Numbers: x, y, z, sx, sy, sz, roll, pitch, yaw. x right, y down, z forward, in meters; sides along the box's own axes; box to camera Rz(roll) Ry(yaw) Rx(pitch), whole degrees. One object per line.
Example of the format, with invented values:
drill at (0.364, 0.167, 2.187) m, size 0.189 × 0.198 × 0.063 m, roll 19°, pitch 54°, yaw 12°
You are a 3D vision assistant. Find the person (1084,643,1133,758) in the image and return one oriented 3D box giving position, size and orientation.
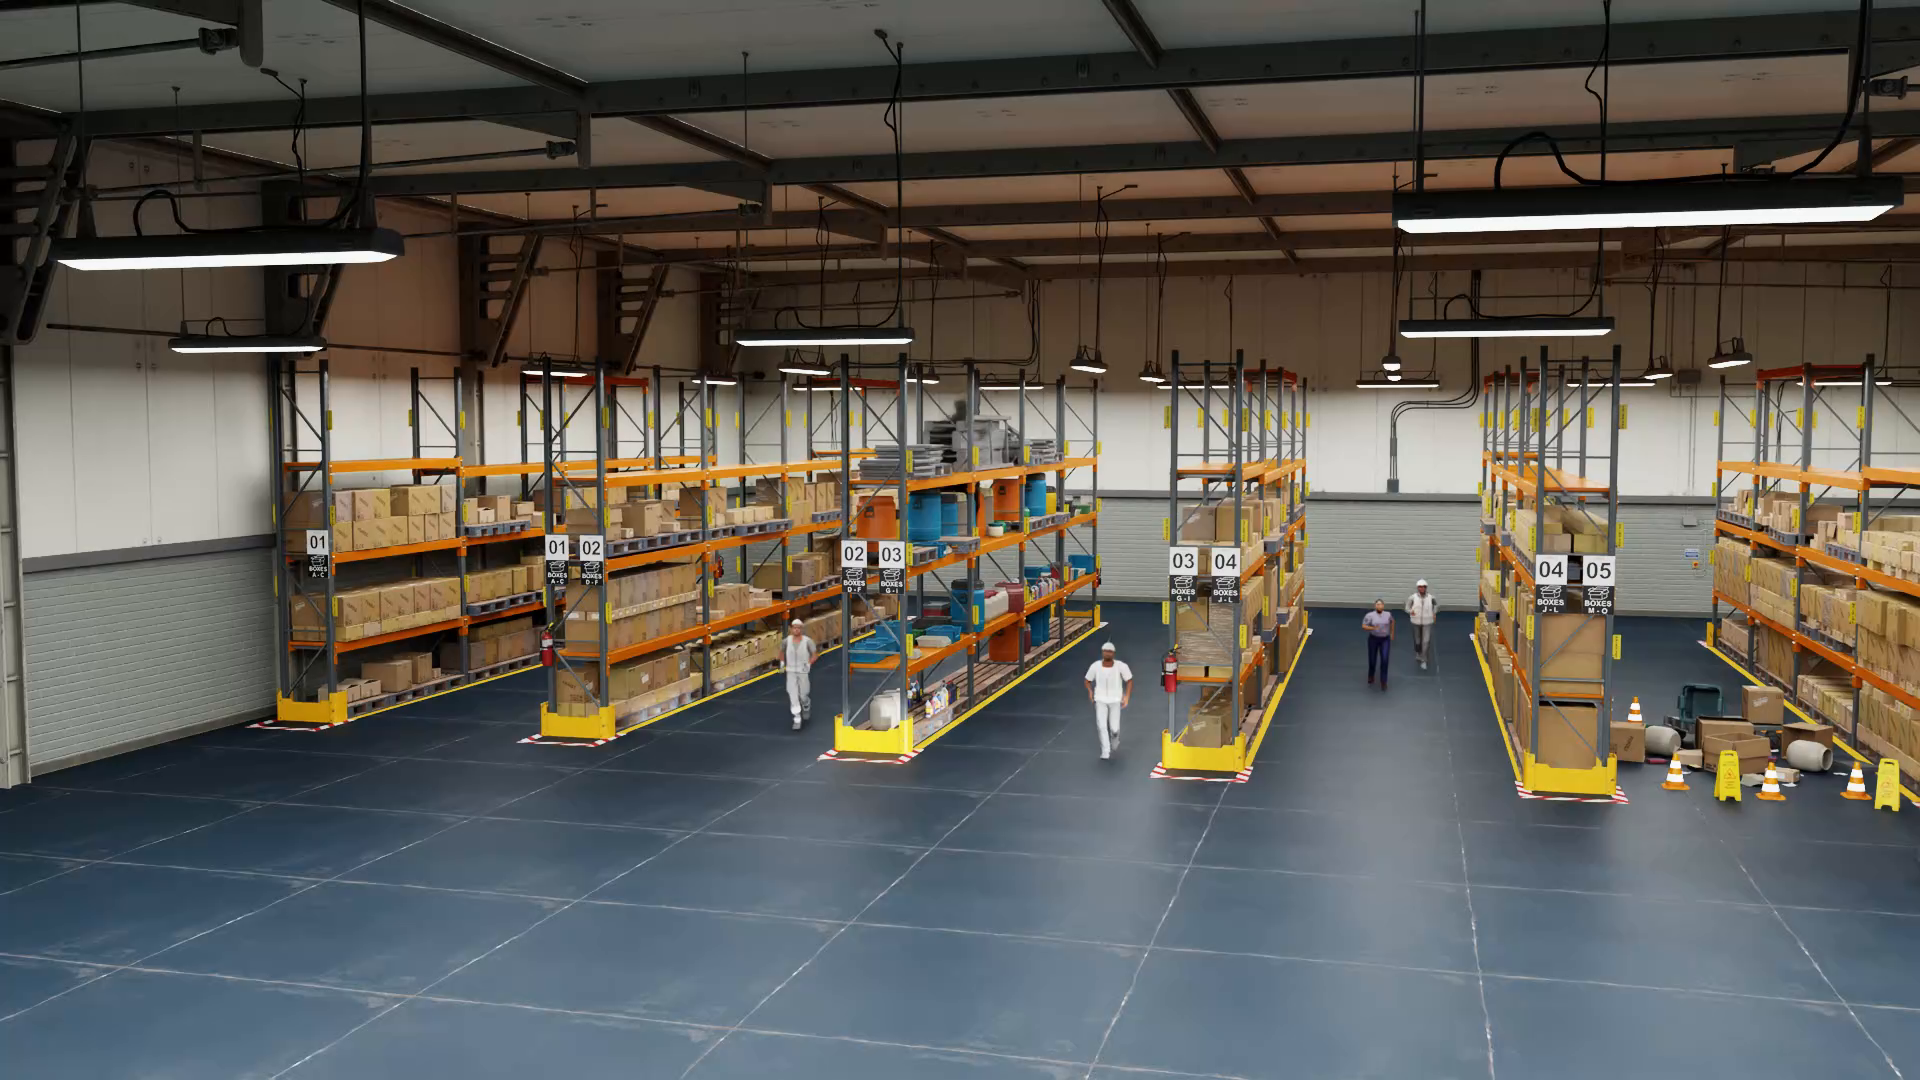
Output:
person at (2.196, 2.366, 24.662) m, size 0.726 × 1.717 × 0.612 m, roll 1°, pitch 4°, yaw 12°

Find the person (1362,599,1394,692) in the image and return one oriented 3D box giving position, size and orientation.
person at (7.810, 1.932, 31.066) m, size 0.624 × 1.677 × 0.874 m, roll 0°, pitch 4°, yaw 7°

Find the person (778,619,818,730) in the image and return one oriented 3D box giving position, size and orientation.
person at (-2.652, 2.169, 27.151) m, size 0.667 × 1.767 × 0.741 m, roll 0°, pitch 4°, yaw 3°

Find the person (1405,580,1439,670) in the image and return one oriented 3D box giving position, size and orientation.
person at (9.344, 1.686, 33.661) m, size 0.667 × 1.773 × 0.965 m, roll 1°, pitch 4°, yaw 16°
